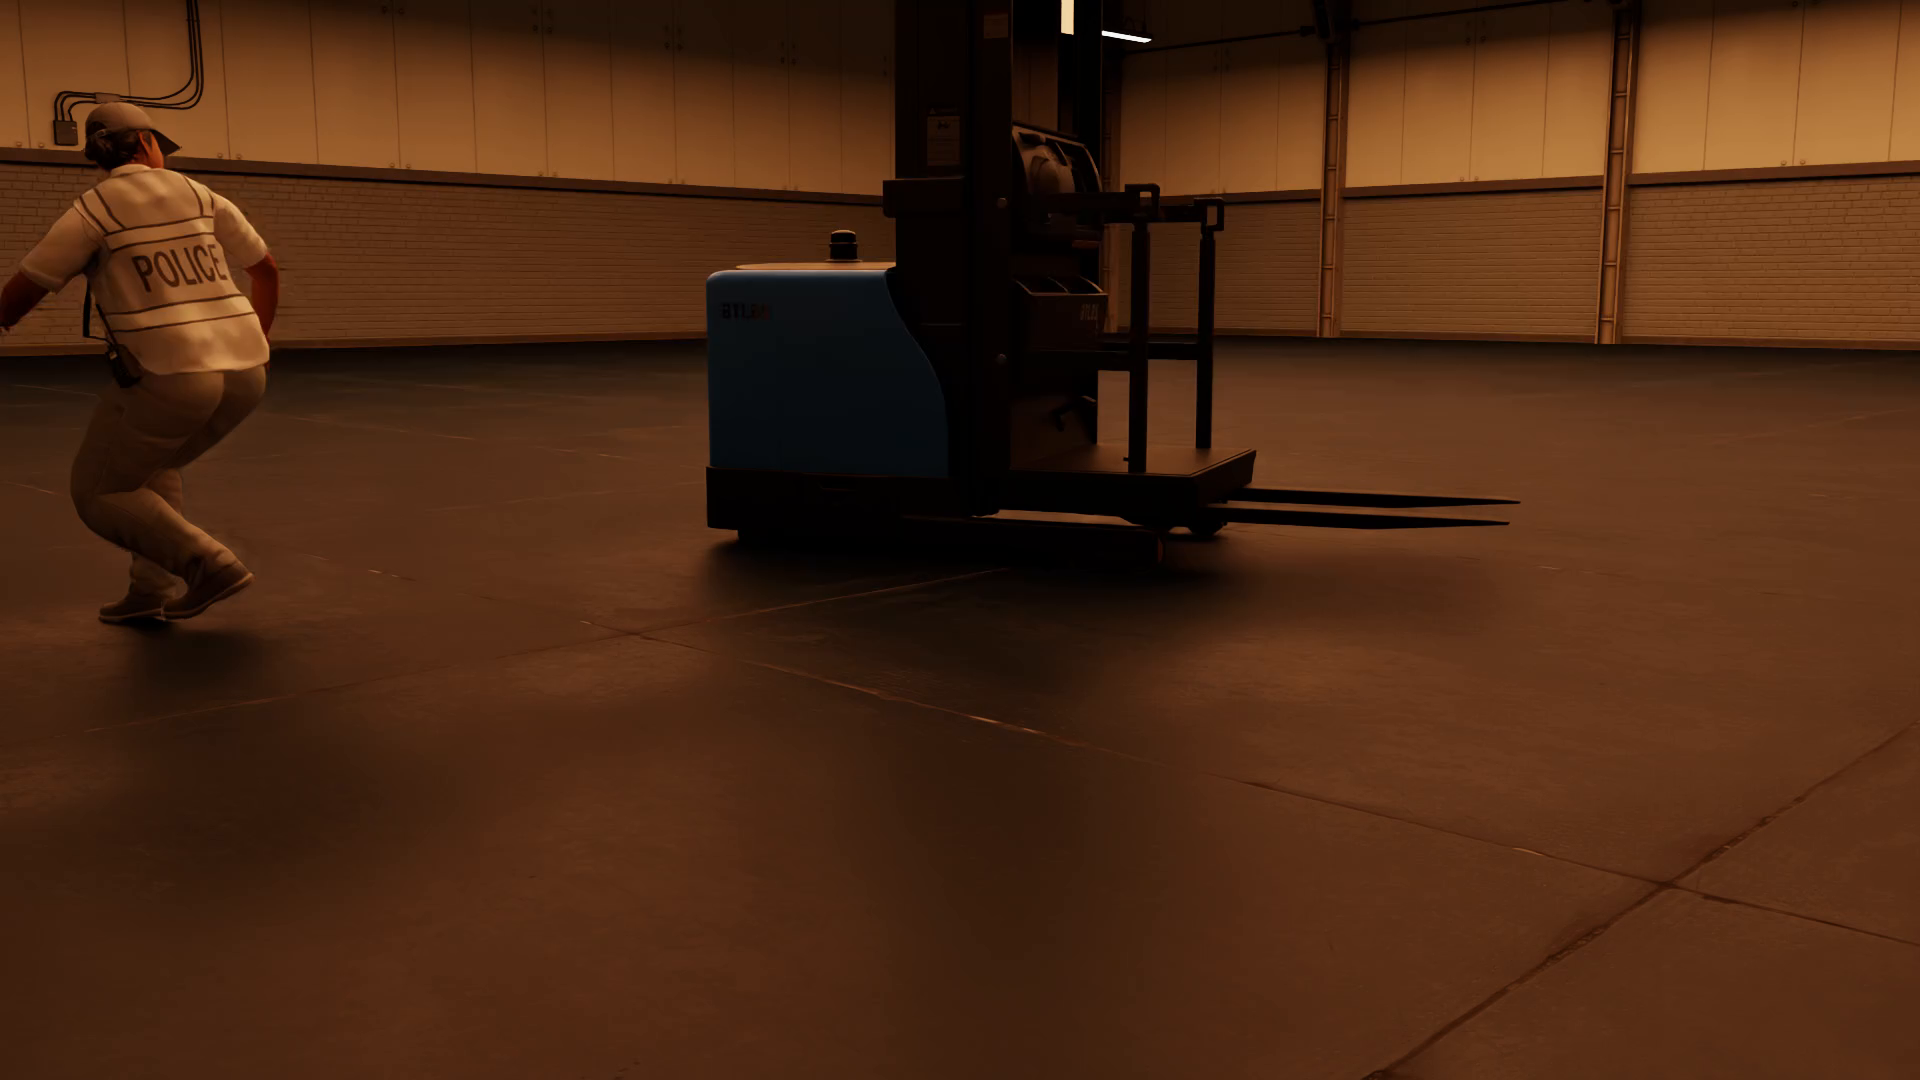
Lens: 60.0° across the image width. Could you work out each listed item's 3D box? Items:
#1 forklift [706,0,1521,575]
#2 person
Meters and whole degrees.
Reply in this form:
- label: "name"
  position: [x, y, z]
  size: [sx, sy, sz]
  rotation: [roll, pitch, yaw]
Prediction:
- label: "forklift"
  position: [0.565, -1.416, 6.275]
  size: [3.031, 2.935, 1.130]
  rotation: [3, 9, 22]
- label: "person"
  position: [-2.421, -0.515, 4.993]
  size: [0.795, 1.541, 0.810]
  rotation: [4, 9, 23]
